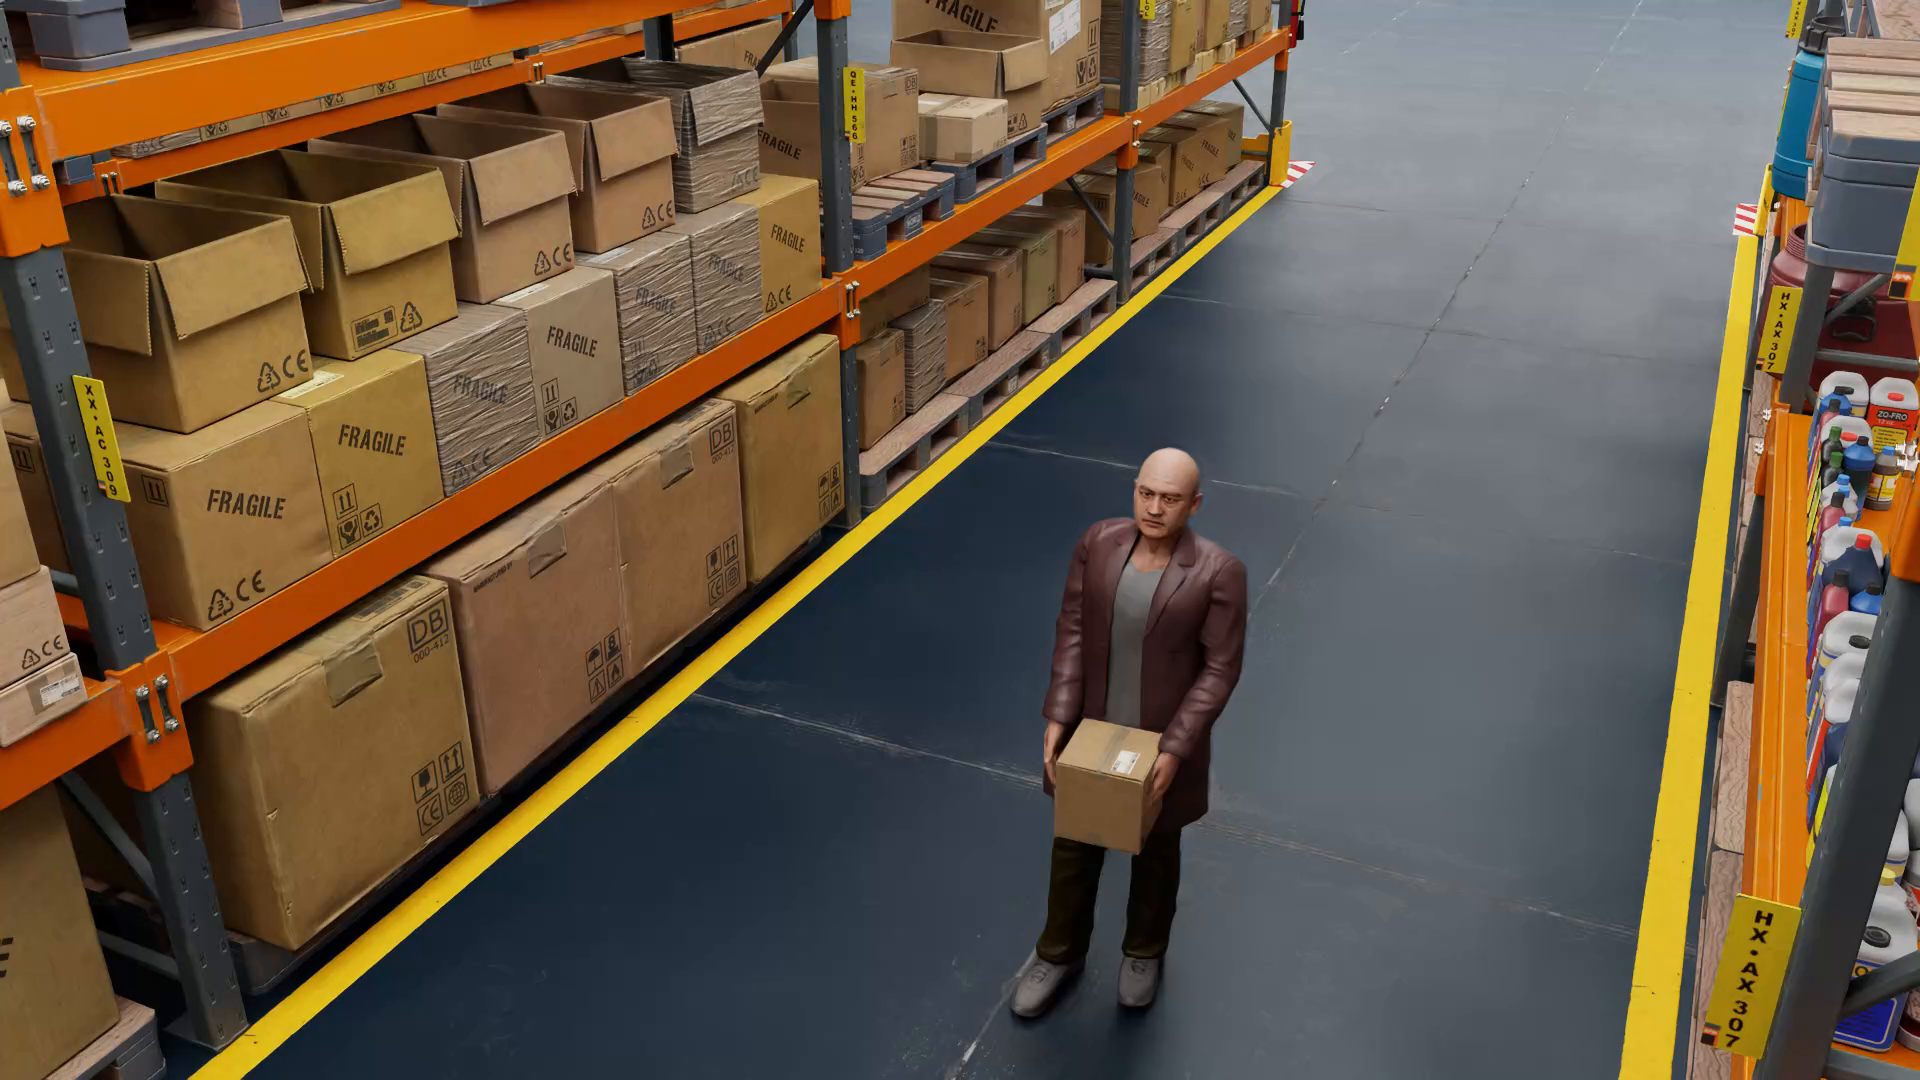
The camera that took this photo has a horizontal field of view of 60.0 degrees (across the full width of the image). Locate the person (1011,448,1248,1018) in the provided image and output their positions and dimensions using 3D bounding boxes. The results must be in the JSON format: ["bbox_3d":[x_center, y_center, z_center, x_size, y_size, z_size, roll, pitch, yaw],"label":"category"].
[{"bbox_3d":[0.496,0.612,4.844,0.571,1.779,0.547,12,28,23],"label":"person"}]
